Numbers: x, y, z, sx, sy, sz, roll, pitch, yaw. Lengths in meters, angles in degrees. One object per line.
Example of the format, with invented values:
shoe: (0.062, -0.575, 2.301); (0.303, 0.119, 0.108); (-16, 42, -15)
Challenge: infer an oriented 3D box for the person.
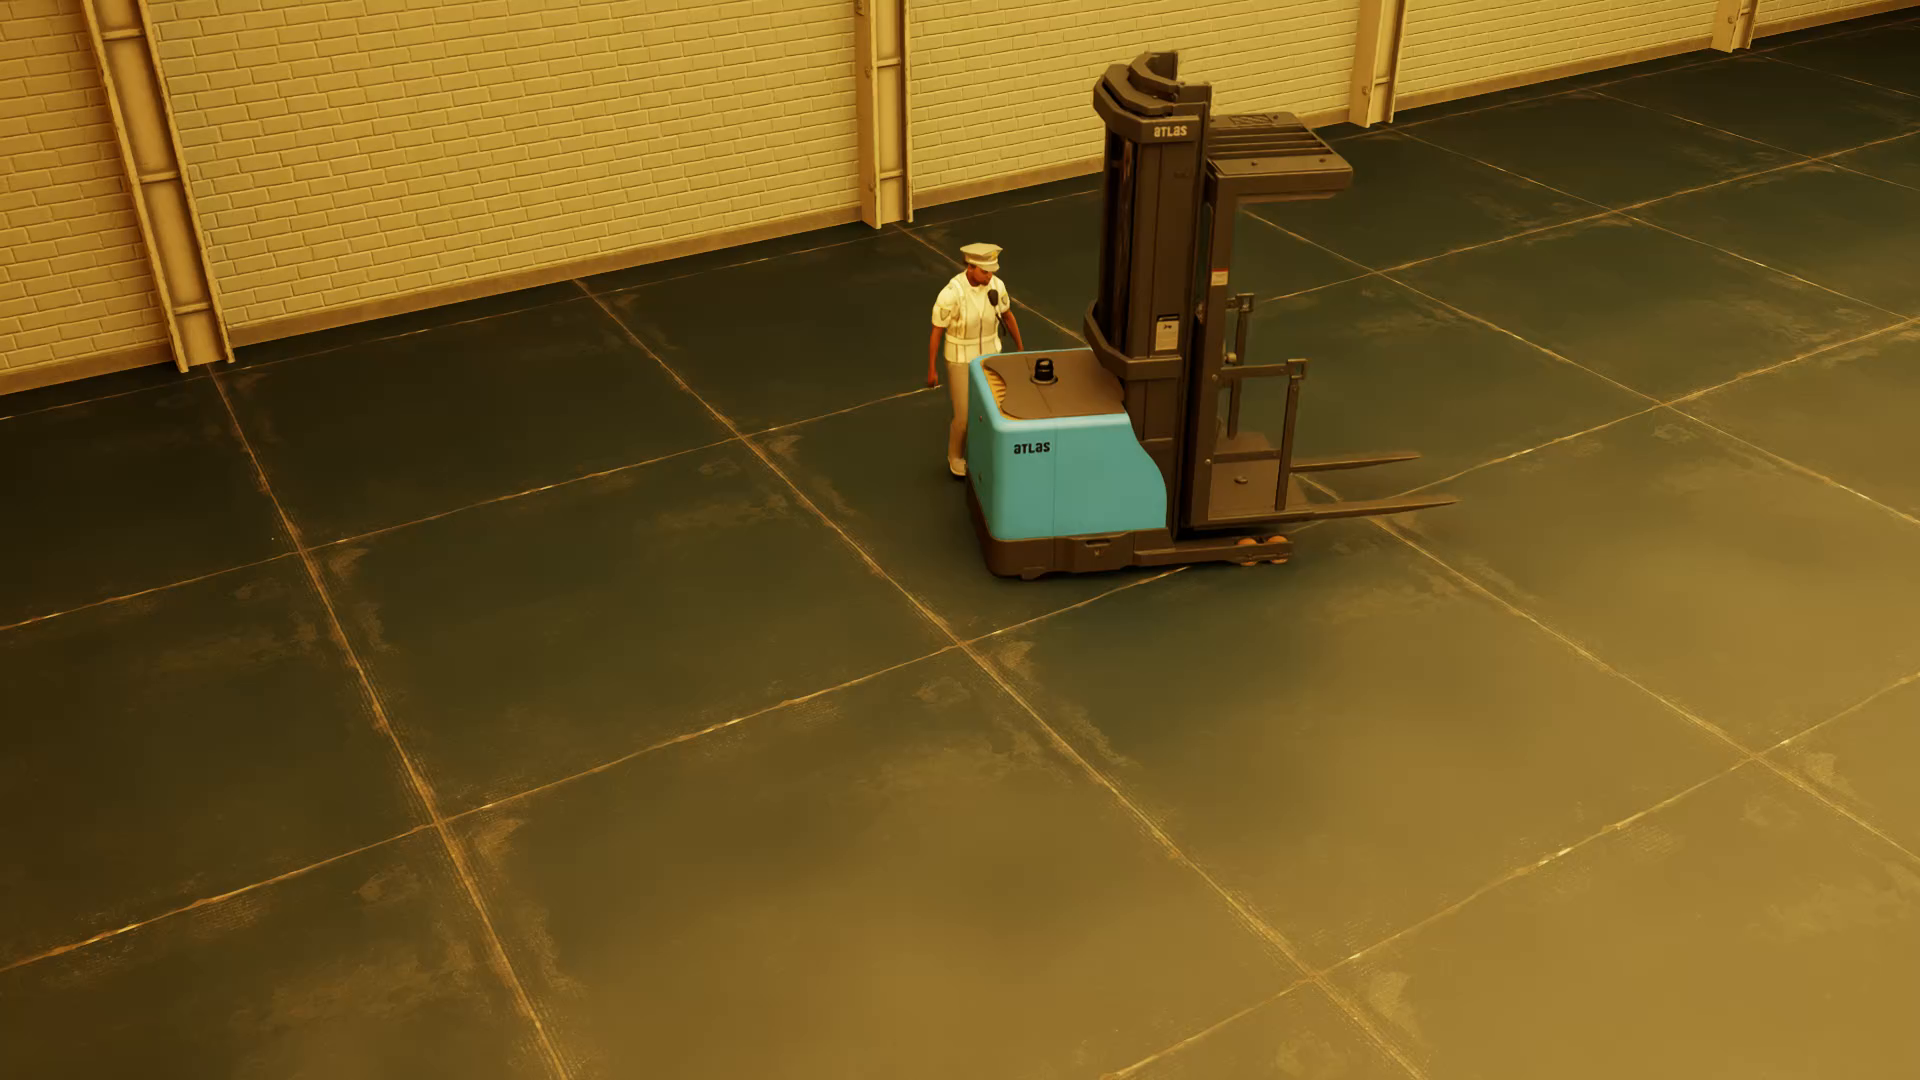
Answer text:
person: (0.120, -1.176, 10.876); (0.700, 1.634, 0.391); (-15, 34, -23)

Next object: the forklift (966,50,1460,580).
forklift: (1.604, -1.361, 9.920); (3.031, 2.935, 1.130); (-5, 31, -8)
